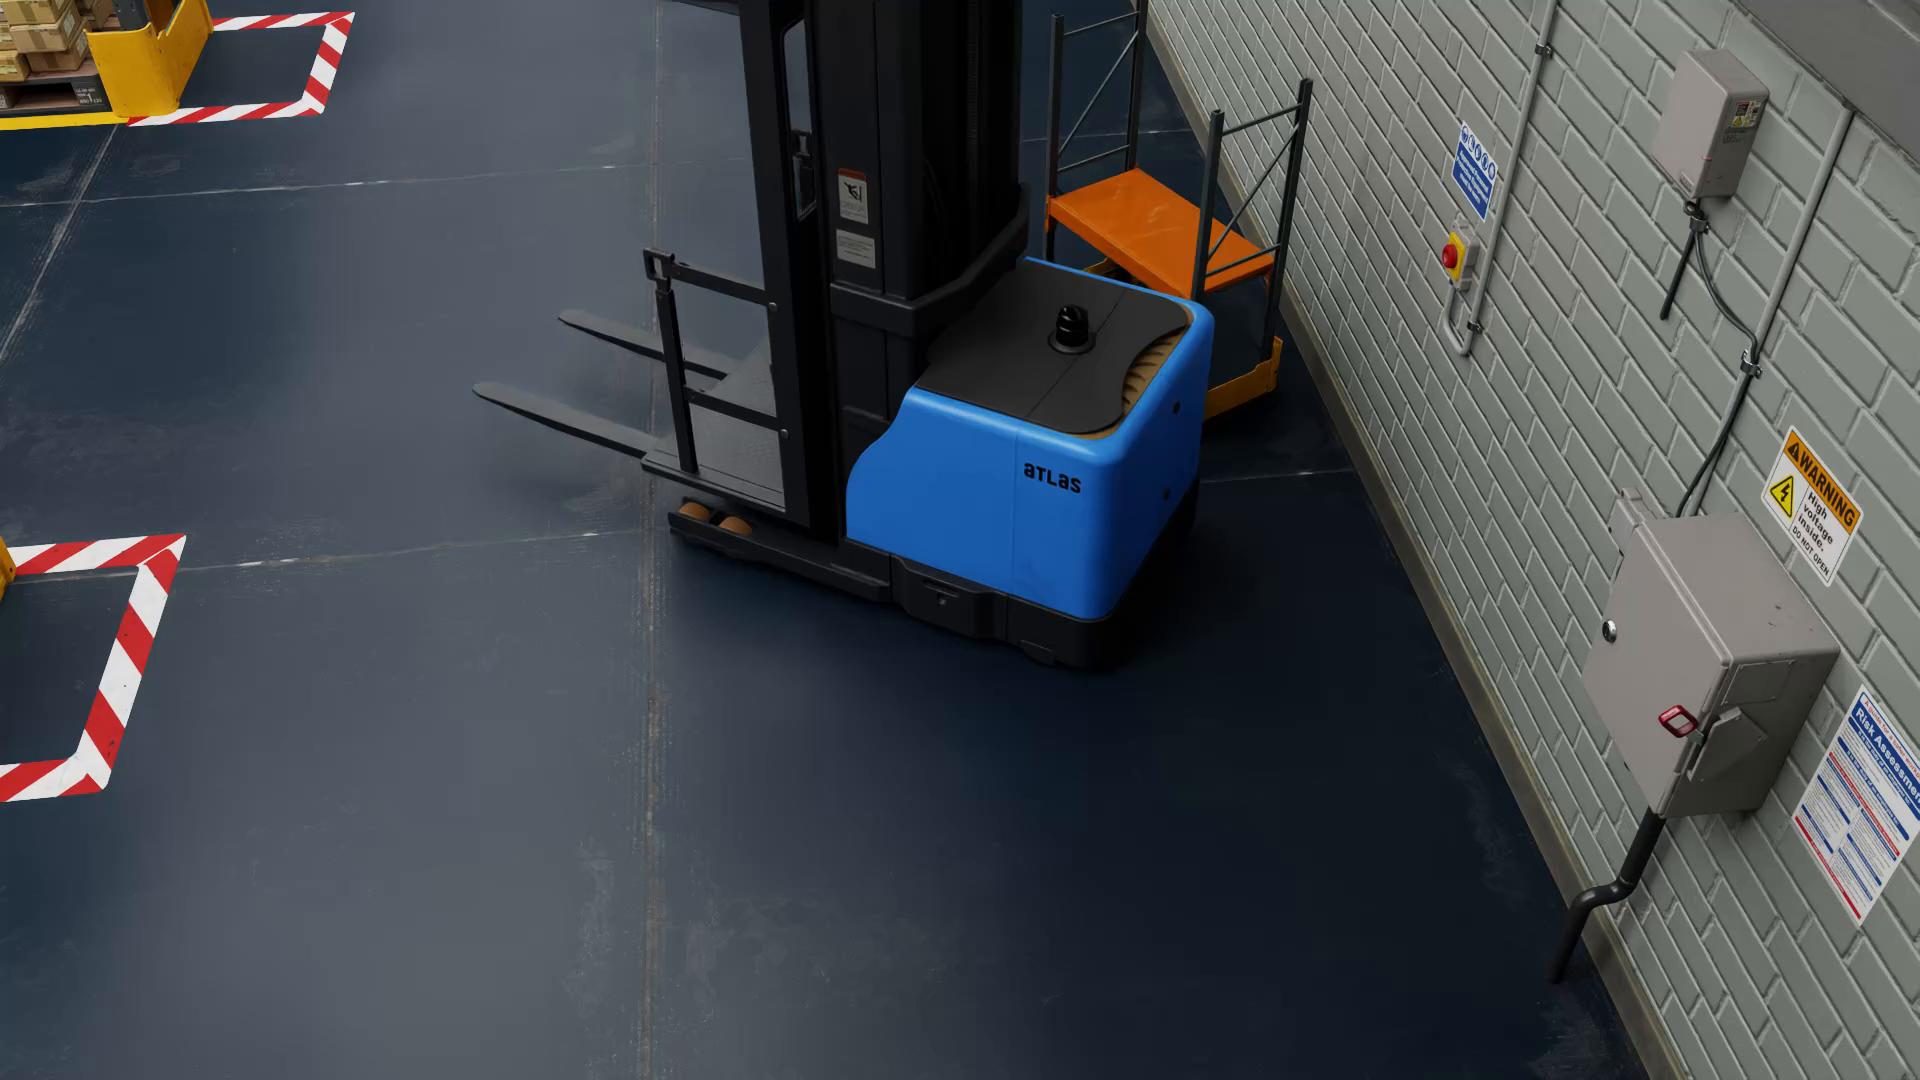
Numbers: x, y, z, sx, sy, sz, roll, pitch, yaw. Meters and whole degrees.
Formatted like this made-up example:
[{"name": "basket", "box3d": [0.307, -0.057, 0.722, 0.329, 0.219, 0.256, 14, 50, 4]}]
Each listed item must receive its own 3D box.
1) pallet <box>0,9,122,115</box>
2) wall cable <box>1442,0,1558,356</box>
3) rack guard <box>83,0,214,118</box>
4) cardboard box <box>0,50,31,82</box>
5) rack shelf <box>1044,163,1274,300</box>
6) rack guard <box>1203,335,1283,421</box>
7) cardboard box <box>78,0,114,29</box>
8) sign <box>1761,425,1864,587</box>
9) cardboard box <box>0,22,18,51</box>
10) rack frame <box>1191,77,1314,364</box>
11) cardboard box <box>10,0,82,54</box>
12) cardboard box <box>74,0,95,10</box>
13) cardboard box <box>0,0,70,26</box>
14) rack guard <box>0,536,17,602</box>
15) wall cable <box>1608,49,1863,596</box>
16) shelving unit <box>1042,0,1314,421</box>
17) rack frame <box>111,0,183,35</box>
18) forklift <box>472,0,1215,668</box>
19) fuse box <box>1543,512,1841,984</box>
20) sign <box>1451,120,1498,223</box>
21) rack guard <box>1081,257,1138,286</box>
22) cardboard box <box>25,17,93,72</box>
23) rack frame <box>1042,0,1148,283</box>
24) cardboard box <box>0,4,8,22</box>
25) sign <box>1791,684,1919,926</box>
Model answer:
[{"name": "pallet", "box3d": [-5.504, -2.814, 9.712, 1.213, 0.211, 1.003, -5, 42, -6]}, {"name": "wall cable", "box3d": [1.711, -1.519, 5.412, 0.123, 1.953, 0.585, -5, 42, -6]}, {"name": "rack guard", "box3d": [-4.694, -2.969, 9.668, 0.348, 0.500, 1.175, -5, 42, -6]}, {"name": "cardboard box", "box3d": [-5.356, -2.727, 9.349, 0.250, 0.149, 0.380, -4, 42, -4]}, {"name": "rack shelf", "box3d": [0.883, -1.304, 7.344, 0.538, 0.185, 1.000, -24, 47, -25]}, {"name": "rack guard", "box3d": [1.168, -0.692, 7.331, 0.587, 0.250, 0.087, -24, 47, -25]}, {"name": "cardboard box", "box3d": [-5.180, -3.168, 9.837, 0.250, 0.149, 0.380, -4, 42, -5]}, {"name": "sign", "box3d": [2.037, -0.084, 3.986, 0.001, 0.242, 0.339, -5, 42, -6]}, {"name": "cardboard box", "box3d": [-5.371, -2.889, 9.306, 0.250, 0.149, 0.380, -6, 42, -7]}, {"name": "rack frame", "box3d": [1.169, -1.156, 6.911, 0.500, 1.500, 0.032, -24, 47, -25]}, {"name": "cardboard box", "box3d": [-5.105, -2.876, 9.292, 0.250, 0.149, 0.380, -6, 42, -7]}, {"name": "cardboard box", "box3d": [-5.172, -3.236, 9.691, 0.250, 0.149, 0.380, -3, 42, -4]}, {"name": "cardboard box", "box3d": [-5.111, -3.007, 9.215, 0.250, 0.149, 0.380, -5, 42, -5]}, {"name": "rack guard", "box3d": [-3.853, 0.301, 6.043, 0.348, 0.500, 1.175, -5, 42, -6]}, {"name": "wall cable", "box3d": [1.907, -0.566, 4.380, 0.122, 1.984, 0.588, -5, 42, -6]}, {"name": "shelving unit", "box3d": [0.888, -1.432, 7.218, 0.587, 1.500, 1.083, -24, 47, -25]}, {"name": "rack frame", "box3d": [-4.619, -3.903, 8.838, 0.127, 3.000, 1.000, -5, 42, -6]}, {"name": "forklift", "box3d": [-0.599, -1.310, 6.014, 3.031, 2.935, 1.130, 19, 45, 20]}, {"name": "fuse box", "box3d": [1.839, 0.756, 4.634, 0.414, 1.711, 0.539, -5, 42, -6]}, {"name": "sign", "box3d": [1.766, -1.268, 5.714, 0.001, 0.218, 0.327, -5, 42, -6]}, {"name": "rack guard", "box3d": [0.608, -1.244, 7.942, 0.587, 0.250, 0.087, -24, 47, -25]}, {"name": "cardboard box", "box3d": [-5.114, -2.817, 9.448, 0.250, 0.149, 0.380, -4, 42, -5]}, {"name": "rack frame", "box3d": [0.597, -1.719, 7.536, 0.500, 1.500, 0.032, -24, 47, -25]}, {"name": "cardboard box", "box3d": [-5.368, -3.024, 9.233, 0.250, 0.149, 0.380, -4, 42, -5]}, {"name": "sign", "box3d": [2.108, 0.623, 3.890, 0.001, 0.494, 0.329, -5, 42, -6]}]
